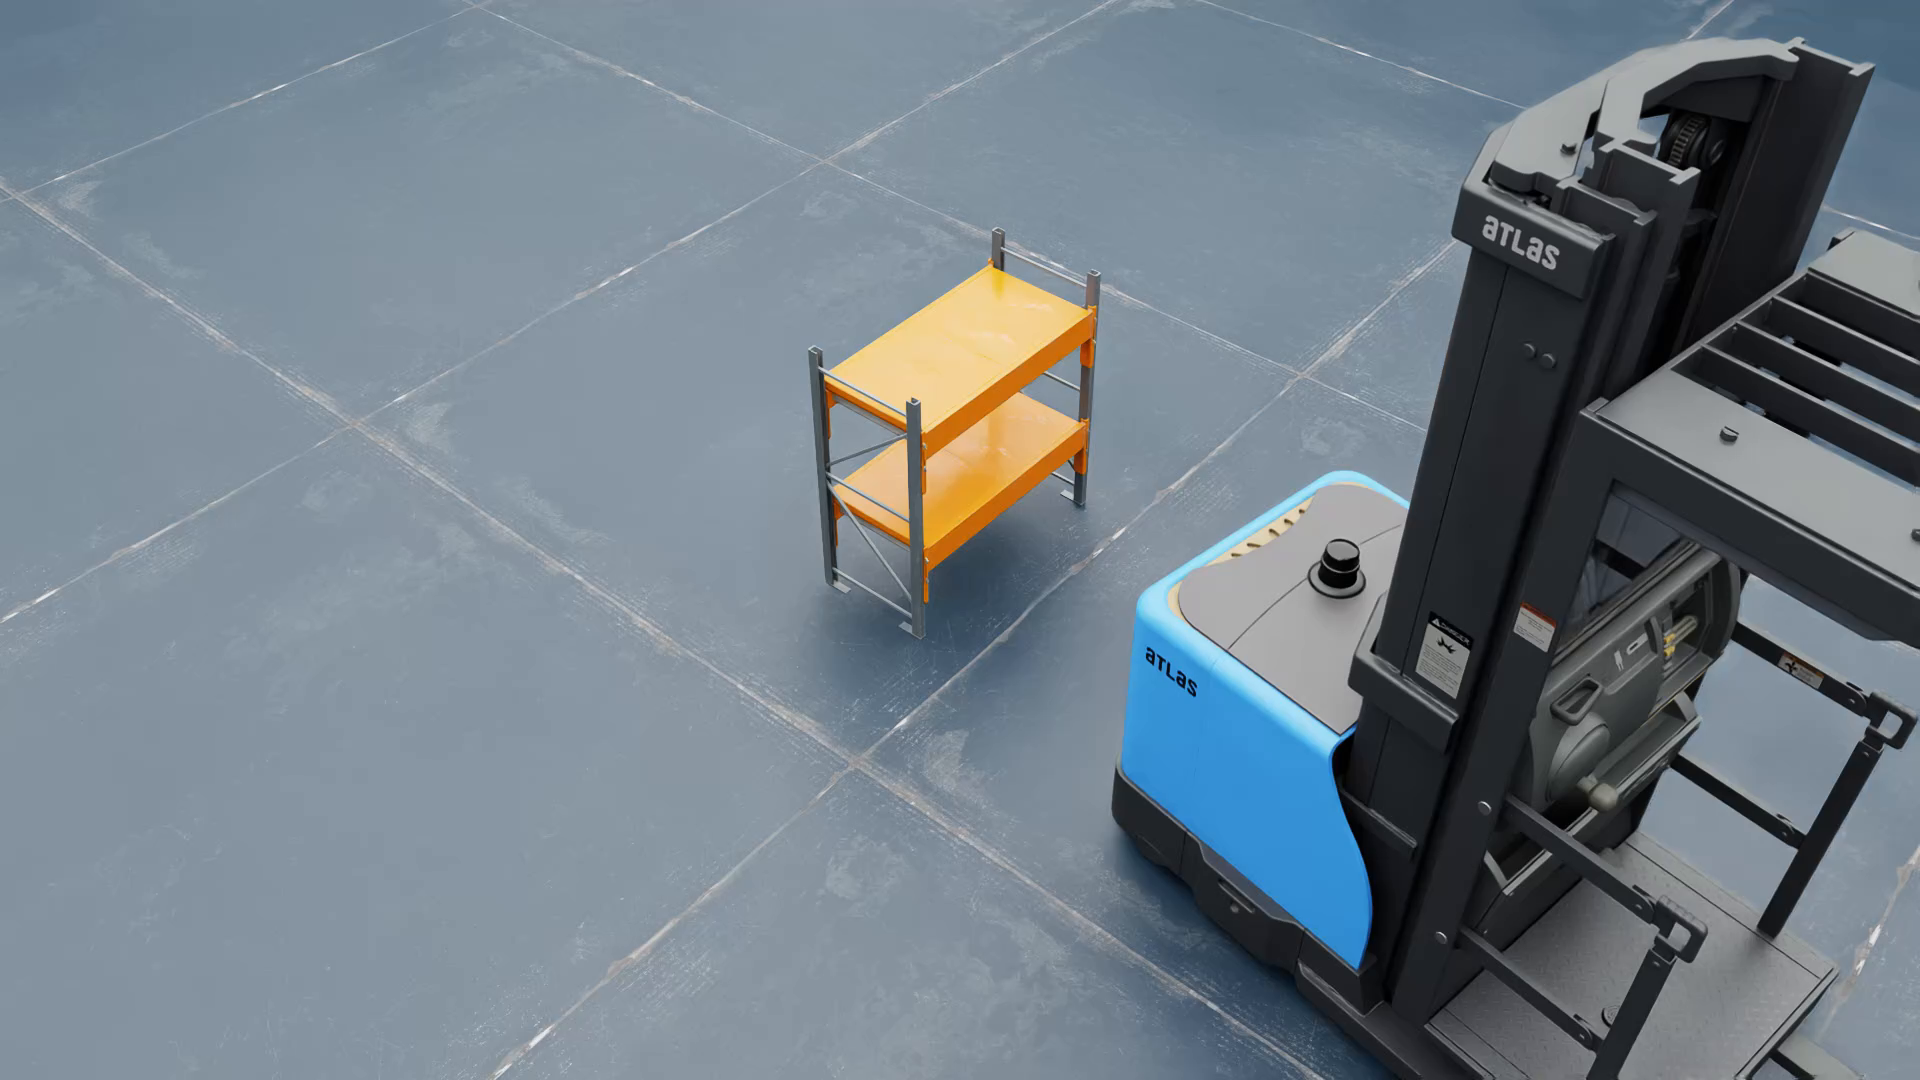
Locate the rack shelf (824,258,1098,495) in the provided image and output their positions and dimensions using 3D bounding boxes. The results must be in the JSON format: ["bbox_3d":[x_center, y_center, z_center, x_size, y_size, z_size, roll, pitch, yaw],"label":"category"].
[{"bbox_3d":[-0.004,-0.629,6.171,0.538,0.278,1.000,29,50,28],"label":"rack shelf"}]

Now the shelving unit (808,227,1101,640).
[{"bbox_3d":[-0.004,-0.413,6.368,0.538,1.125,1.048,29,50,28],"label":"shelving unit"}]

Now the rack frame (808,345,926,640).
[{"bbox_3d":[-0.332,-0.151,6.080,0.500,1.125,0.032,29,50,28],"label":"rack frame"}]

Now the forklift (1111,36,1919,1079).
[{"bbox_3d":[1.853,0.421,4.108,1.130,2.935,3.031,-30,50,-29],"label":"forklift"}]

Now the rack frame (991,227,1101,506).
[{"bbox_3d":[0.323,-0.674,6.656,0.500,1.125,0.032,29,50,28],"label":"rack frame"}]

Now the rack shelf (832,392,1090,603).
[{"bbox_3d":[-0.004,-0.232,6.532,0.538,0.278,1.000,29,50,28],"label":"rack shelf"}]
